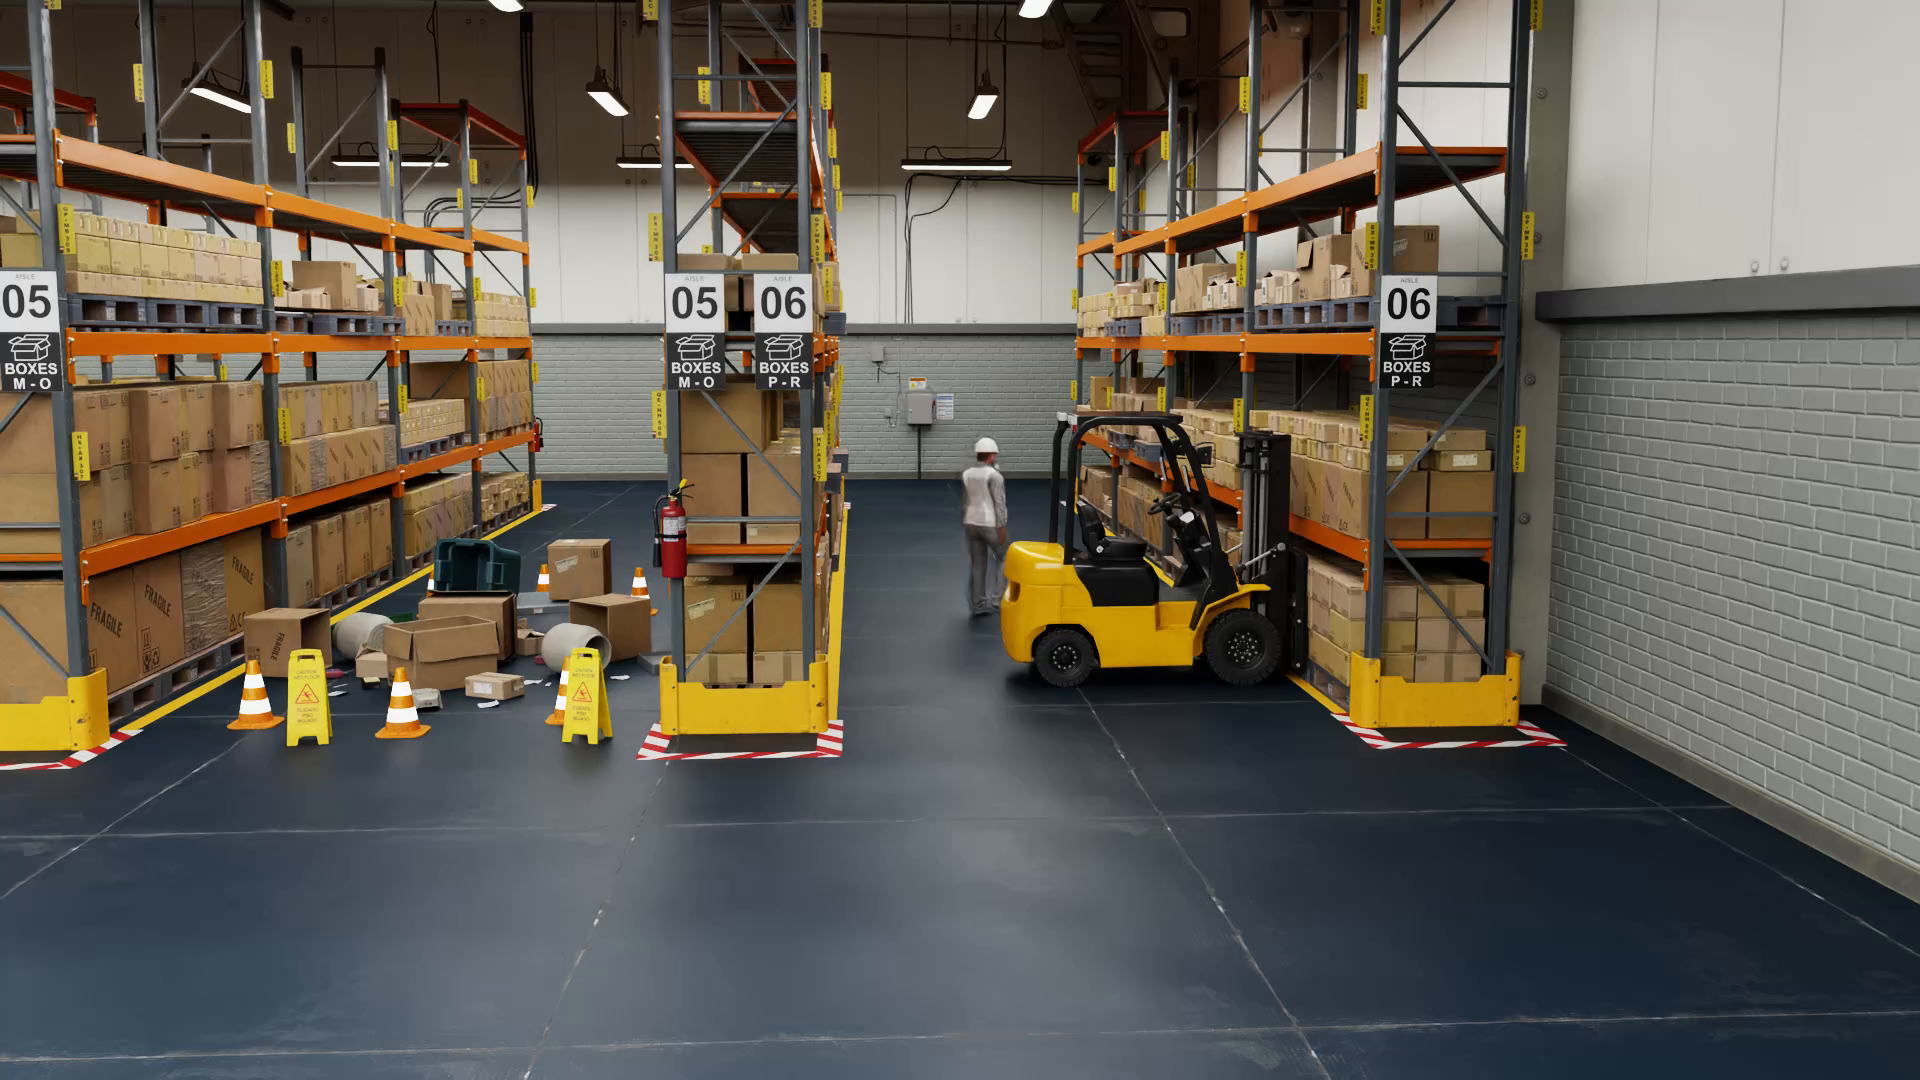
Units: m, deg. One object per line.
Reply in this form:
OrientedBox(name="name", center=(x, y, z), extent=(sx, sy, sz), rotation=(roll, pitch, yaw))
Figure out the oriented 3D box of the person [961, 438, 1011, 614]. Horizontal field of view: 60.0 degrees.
OrientedBox(name="person", center=(0.274, -0.123, 16.746), extent=(0.563, 1.811, 0.454), rotation=(5, 8, 37))
